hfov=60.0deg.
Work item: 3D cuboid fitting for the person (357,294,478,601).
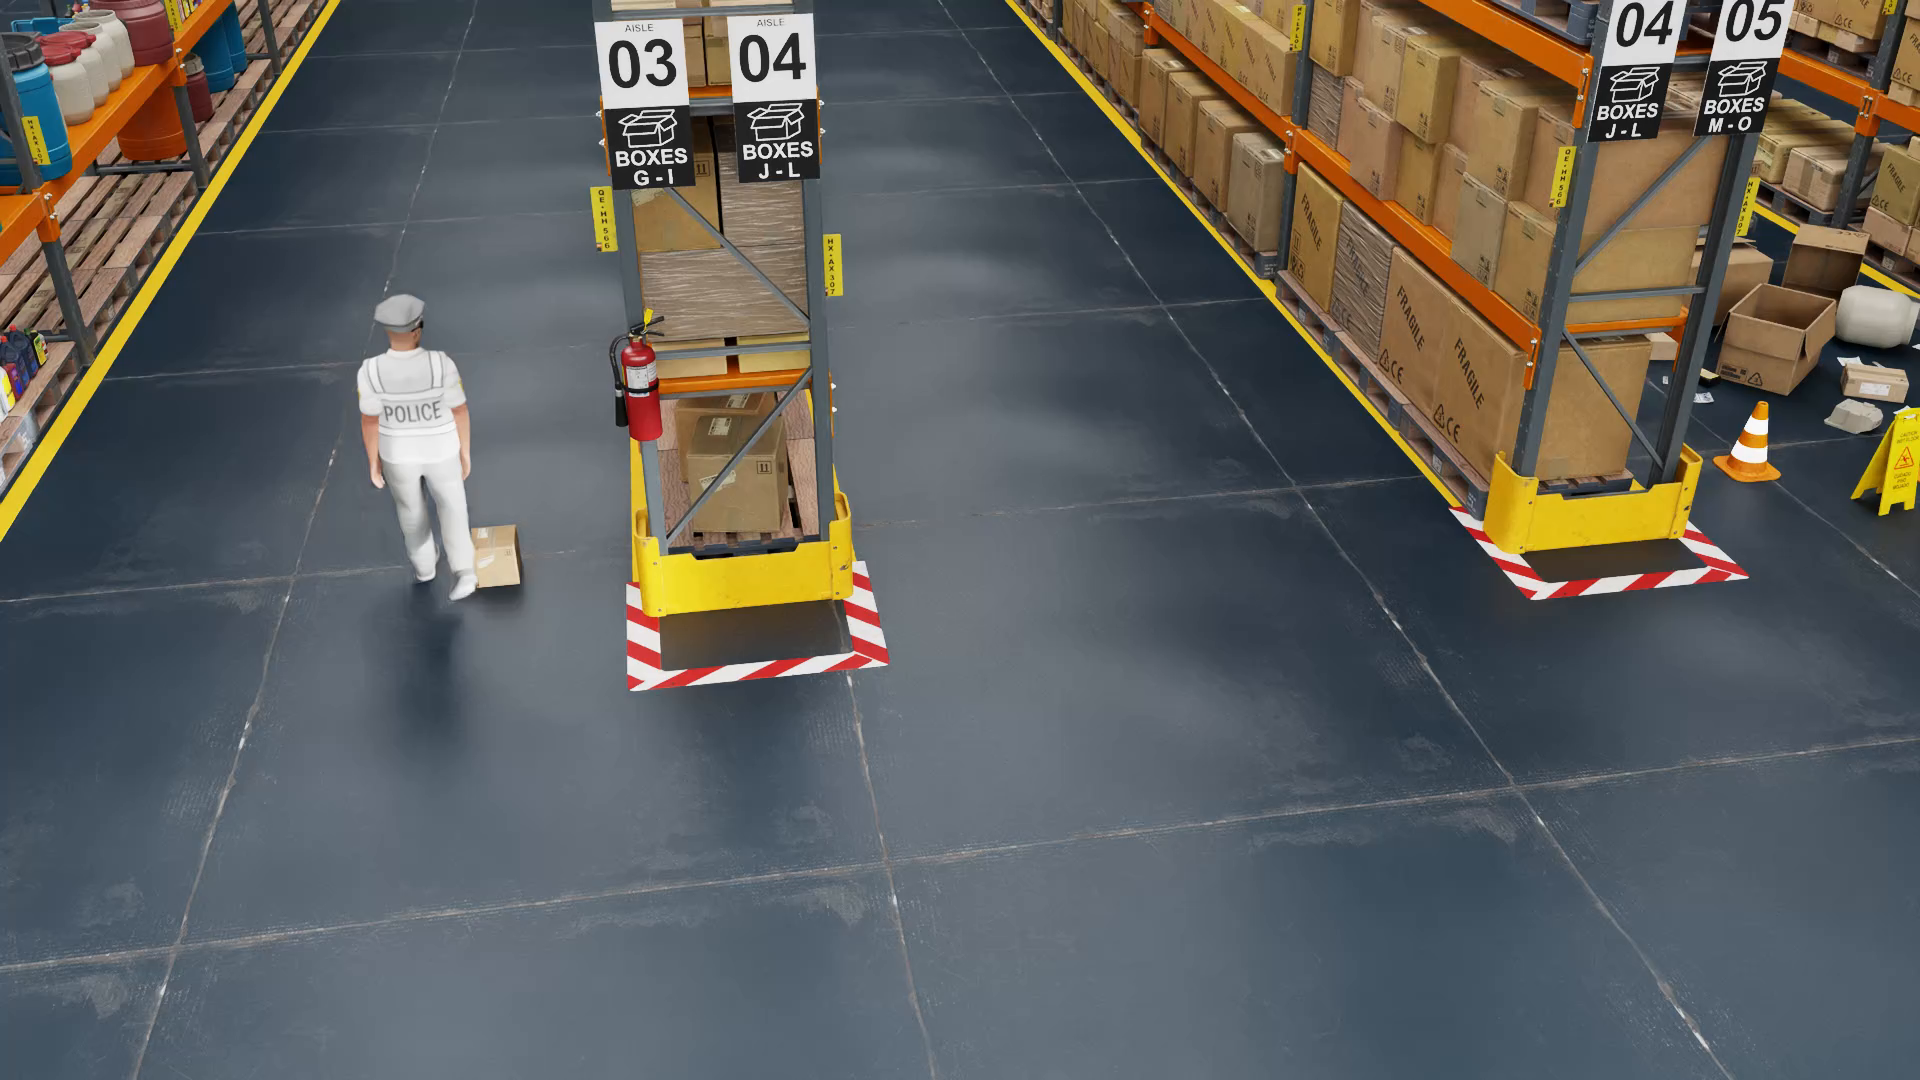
[{"bbox_3d":[-2.904,-0.491,8.955,0.555,1.734,0.787,-9,32,-14],"label":"person"}]
